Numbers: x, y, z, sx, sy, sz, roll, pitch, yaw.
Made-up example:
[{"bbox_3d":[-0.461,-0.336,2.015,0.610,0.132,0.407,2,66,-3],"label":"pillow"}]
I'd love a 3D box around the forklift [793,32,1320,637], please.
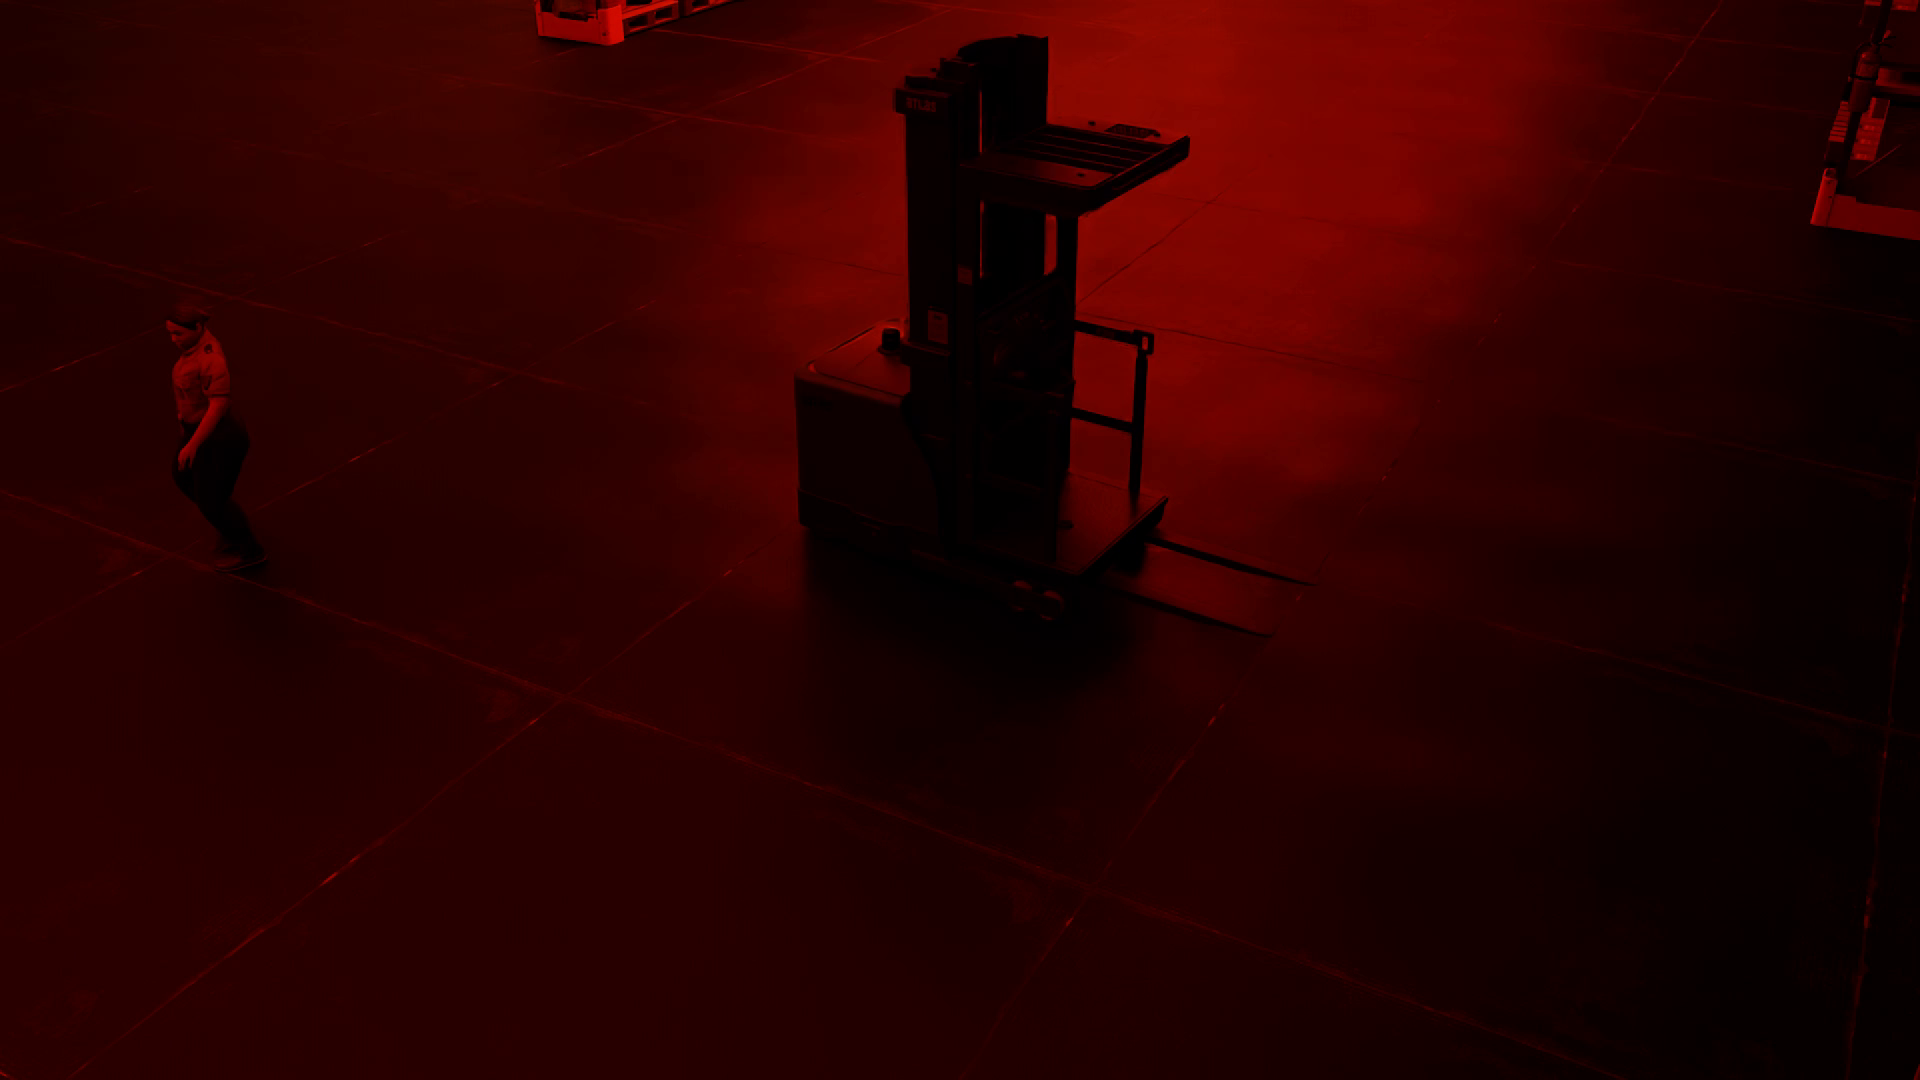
[{"bbox_3d":[0.535,-1.124,9.019,3.031,2.935,1.130,18,35,28],"label":"forklift"}]

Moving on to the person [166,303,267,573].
[{"bbox_3d":[-4.245,-0.543,9.362,0.463,1.660,0.785,-12,32,-20],"label":"person"}]
